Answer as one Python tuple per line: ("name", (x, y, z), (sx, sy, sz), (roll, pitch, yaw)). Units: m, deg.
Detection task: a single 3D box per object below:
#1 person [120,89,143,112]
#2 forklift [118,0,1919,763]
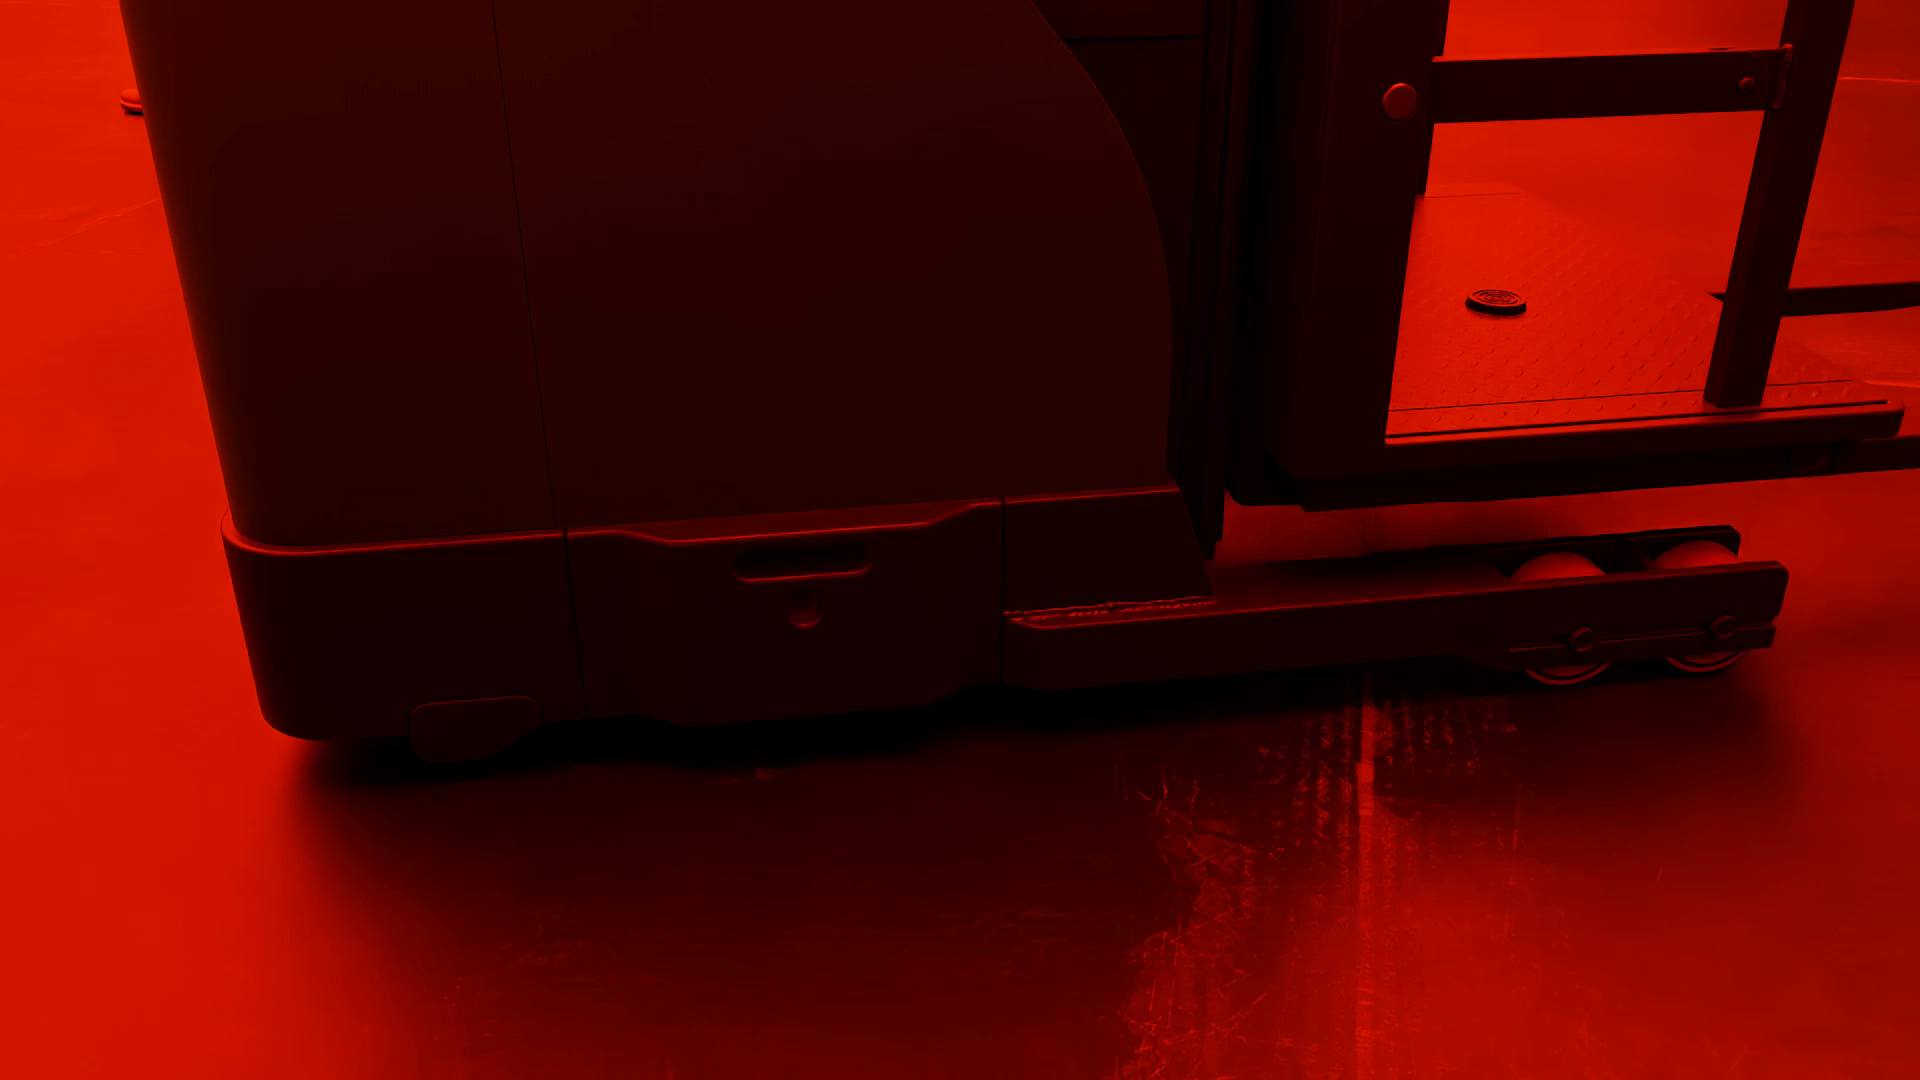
("person", (-2.425, -2.082, 4.774), (0.503, 1.656, 0.569), (7, 28, 13))
("forklift", (0.600, -1.354, 1.930), (3.031, 2.935, 1.130), (-4, 27, -9))
